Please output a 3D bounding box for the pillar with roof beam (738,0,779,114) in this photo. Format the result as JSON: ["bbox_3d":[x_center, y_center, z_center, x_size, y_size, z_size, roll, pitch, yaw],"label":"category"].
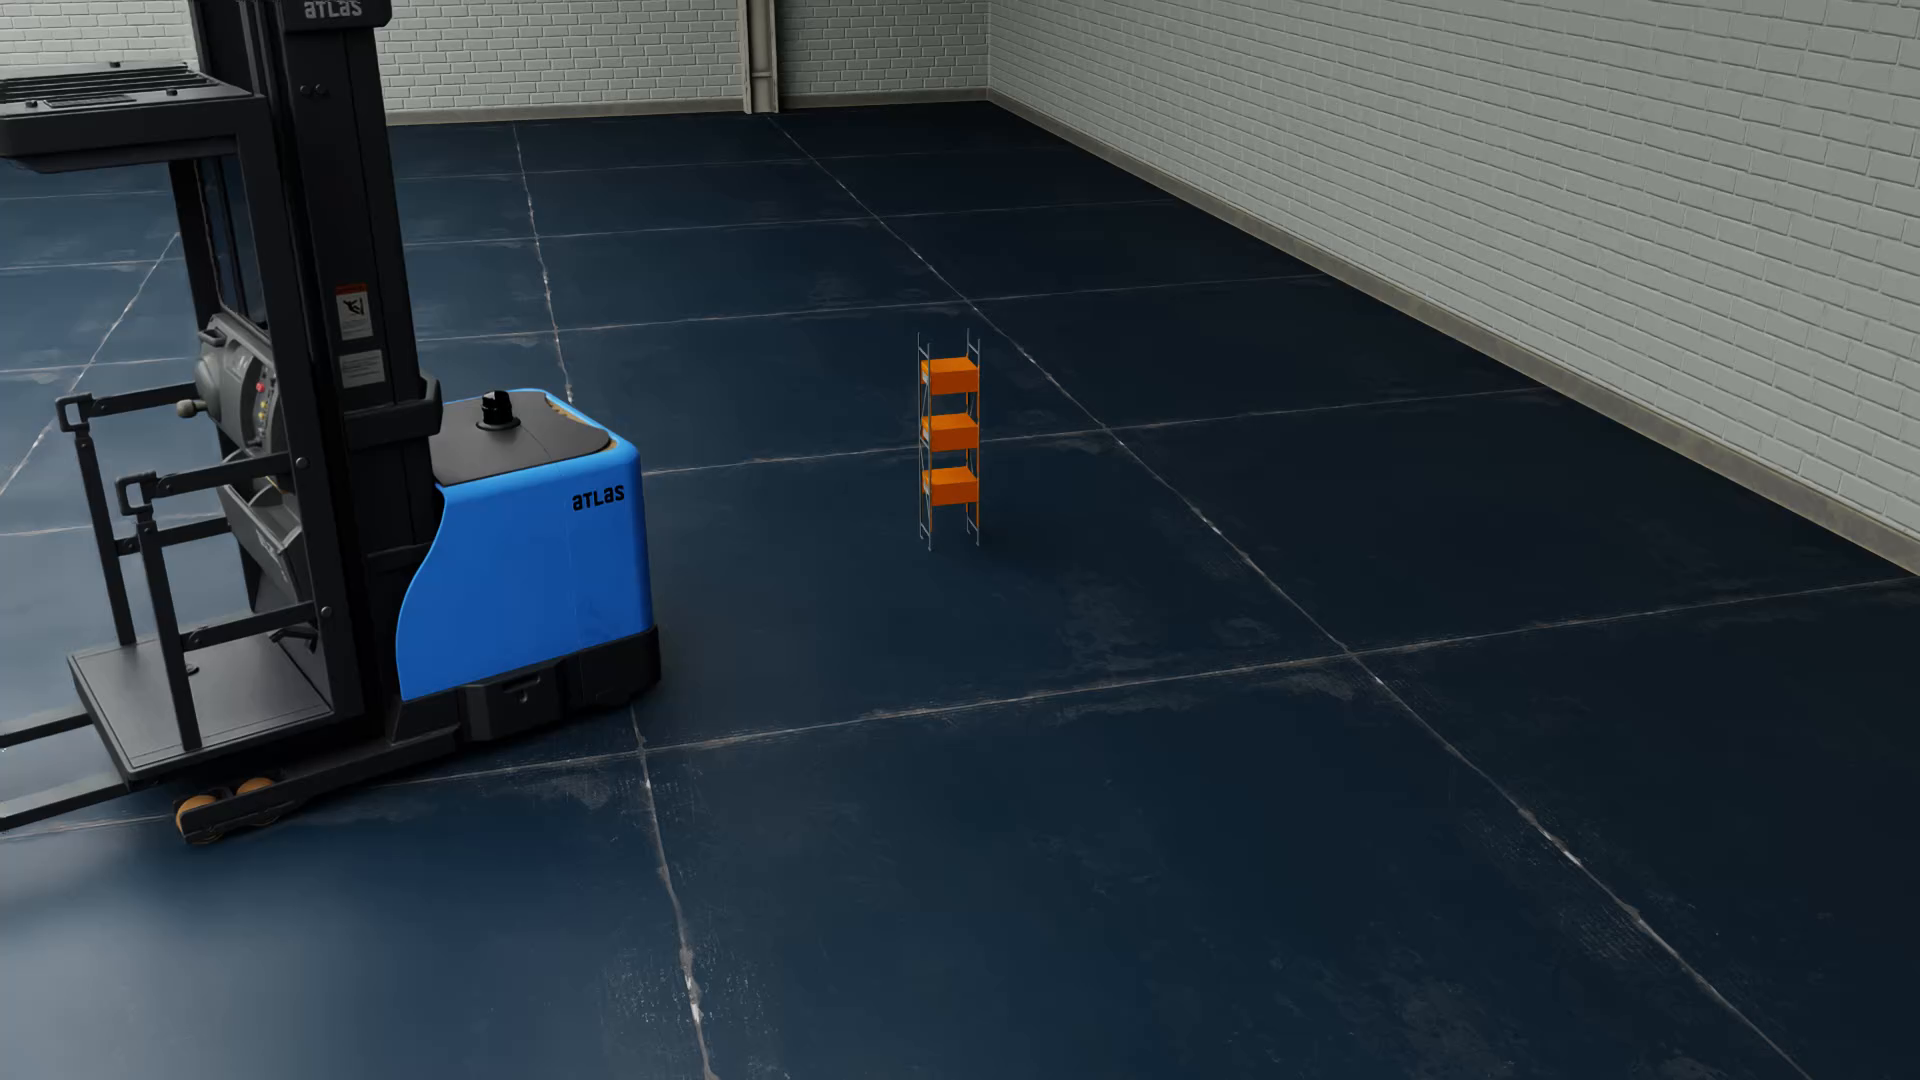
[{"bbox_3d":[-1.307,-7.828,15.081,0.400,9.000,9.100,-6,24,-14],"label":"pillar with roof beam"}]

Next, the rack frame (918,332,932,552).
[{"bbox_3d":[-0.169,-0.464,7.999,0.008,1.050,0.200,-6,24,-14],"label":"rack frame"}]

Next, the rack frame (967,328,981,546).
[{"bbox_3d":[0.066,-0.490,8.060,0.008,1.050,0.200,-6,24,-14],"label":"rack frame"}]

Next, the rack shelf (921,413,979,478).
[{"bbox_3d":[-0.052,-0.467,8.034,0.240,0.259,0.215,-6,24,-14],"label":"rack shelf"}]

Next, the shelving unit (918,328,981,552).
[{"bbox_3d":[-0.052,-0.477,8.030,0.252,1.050,0.215,-6,24,-14],"label":"shelving unit"}]

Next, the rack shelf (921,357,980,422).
[{"bbox_3d":[-0.052,-0.728,7.922,0.240,0.259,0.215,-6,24,-14],"label":"rack shelf"}]

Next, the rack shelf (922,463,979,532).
[{"bbox_3d":[-0.052,-0.212,8.143,0.240,0.259,0.215,-6,24,-14],"label":"rack shelf"}]

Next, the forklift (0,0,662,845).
[{"bbox_3d":[-2.703,-0.525,5.756,3.031,2.935,1.130,-16,28,-33],"label":"forklift"}]
